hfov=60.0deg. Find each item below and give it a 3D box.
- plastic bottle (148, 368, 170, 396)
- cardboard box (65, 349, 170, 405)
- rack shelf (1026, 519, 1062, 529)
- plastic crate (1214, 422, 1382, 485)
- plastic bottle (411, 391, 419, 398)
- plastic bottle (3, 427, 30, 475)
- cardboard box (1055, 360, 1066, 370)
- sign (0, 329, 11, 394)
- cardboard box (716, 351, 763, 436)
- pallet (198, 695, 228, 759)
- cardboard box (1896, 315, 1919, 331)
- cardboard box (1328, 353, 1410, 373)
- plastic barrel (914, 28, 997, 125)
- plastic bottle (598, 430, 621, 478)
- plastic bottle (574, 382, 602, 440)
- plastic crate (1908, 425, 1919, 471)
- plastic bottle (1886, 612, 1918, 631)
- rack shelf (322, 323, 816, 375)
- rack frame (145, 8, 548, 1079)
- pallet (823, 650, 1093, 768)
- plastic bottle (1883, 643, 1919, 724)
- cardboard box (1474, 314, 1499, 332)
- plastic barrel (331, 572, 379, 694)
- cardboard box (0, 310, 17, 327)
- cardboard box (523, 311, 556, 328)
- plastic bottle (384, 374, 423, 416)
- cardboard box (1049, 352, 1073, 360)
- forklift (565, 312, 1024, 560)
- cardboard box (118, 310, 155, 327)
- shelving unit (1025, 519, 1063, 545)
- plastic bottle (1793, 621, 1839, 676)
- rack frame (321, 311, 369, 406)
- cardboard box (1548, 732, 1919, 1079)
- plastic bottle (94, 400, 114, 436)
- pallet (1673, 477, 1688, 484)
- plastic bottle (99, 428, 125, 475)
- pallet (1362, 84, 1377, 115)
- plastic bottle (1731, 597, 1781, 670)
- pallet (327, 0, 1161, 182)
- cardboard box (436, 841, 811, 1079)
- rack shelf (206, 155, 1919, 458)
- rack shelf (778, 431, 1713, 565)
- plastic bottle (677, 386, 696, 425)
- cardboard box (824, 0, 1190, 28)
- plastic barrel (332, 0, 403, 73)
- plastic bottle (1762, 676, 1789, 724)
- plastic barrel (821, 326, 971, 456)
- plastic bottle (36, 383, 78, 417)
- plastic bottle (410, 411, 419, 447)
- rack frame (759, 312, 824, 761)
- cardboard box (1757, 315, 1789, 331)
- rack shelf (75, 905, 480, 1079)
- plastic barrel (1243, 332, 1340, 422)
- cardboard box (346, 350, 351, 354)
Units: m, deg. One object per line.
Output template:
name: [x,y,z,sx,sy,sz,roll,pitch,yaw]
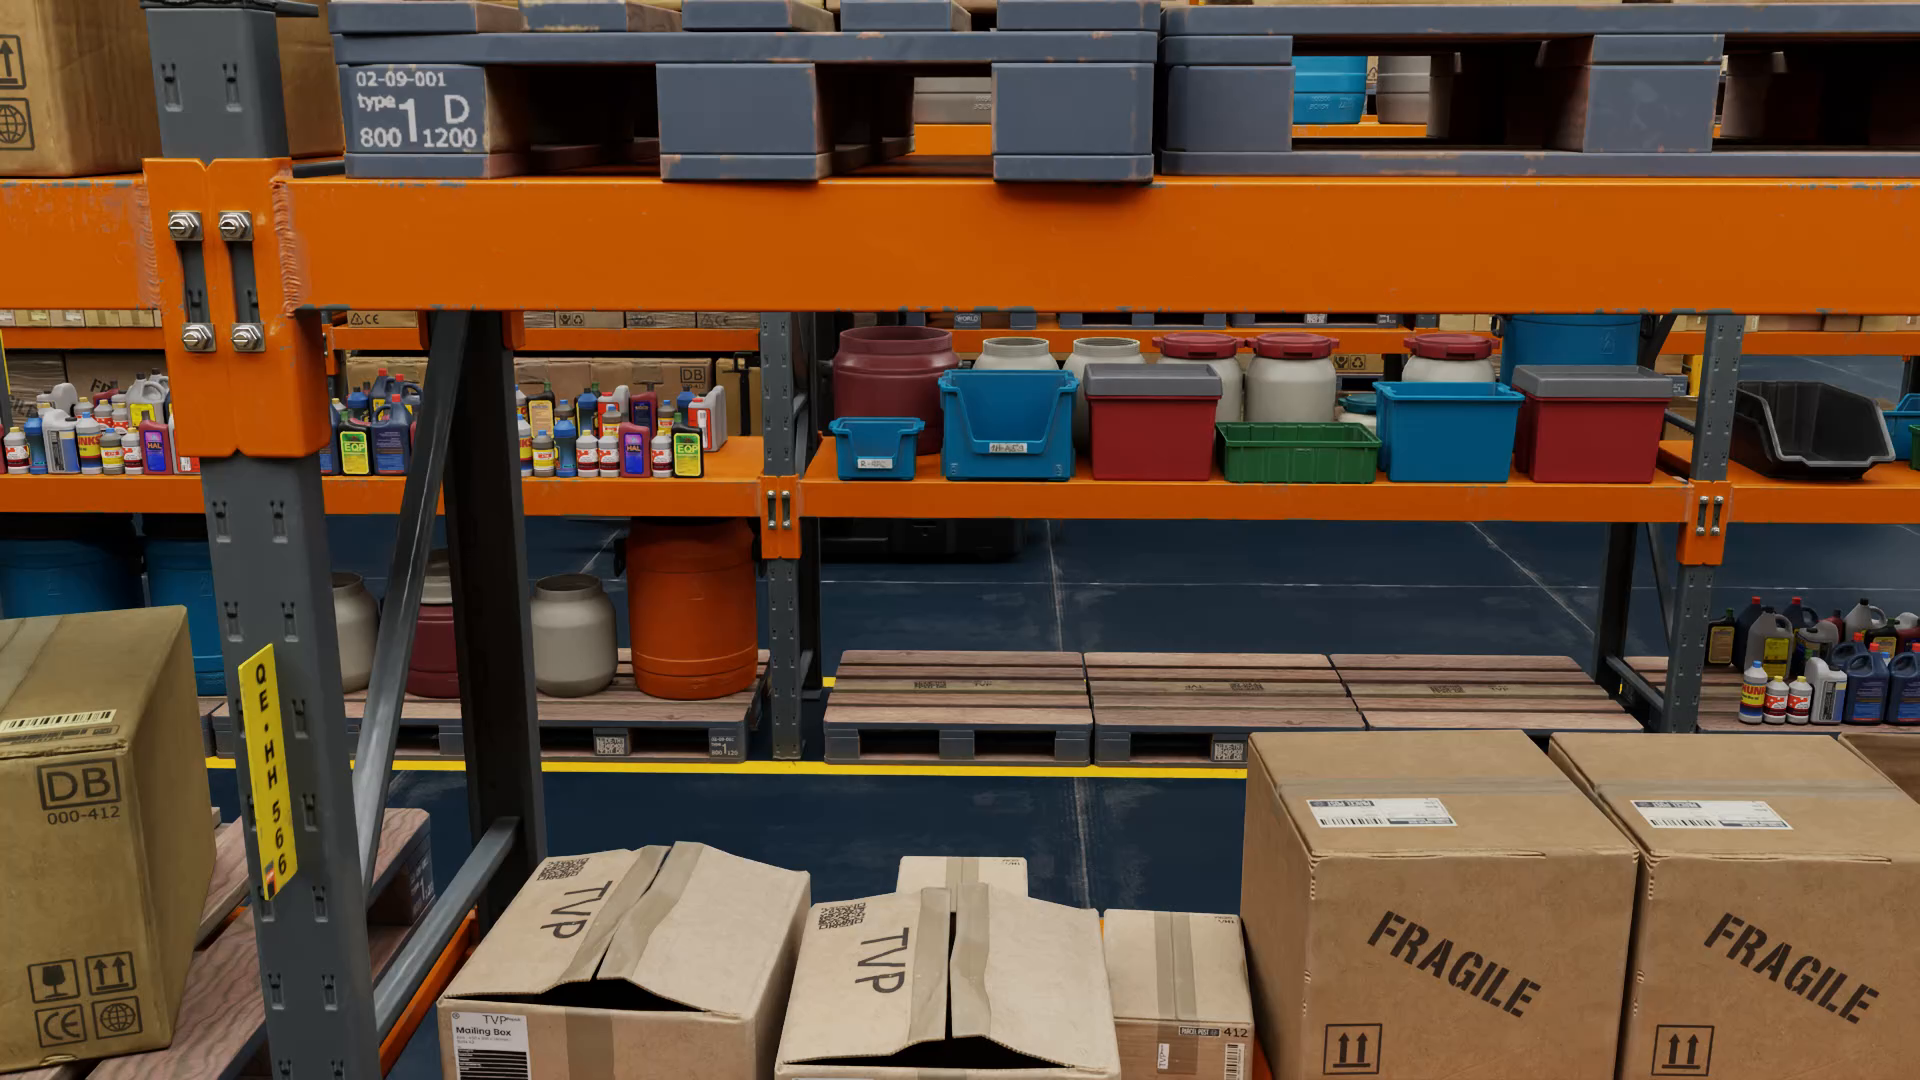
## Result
plastic bottle: [-3.845,-0.655,8.038,0.185,0.351,0.144,0,15,1]
cardboard box: [-6.203,-1.070,12.859,0.875,0.875,0.875,0,15,1]
rack shelf: [0.567,-0.223,11.258,0.240,0.259,0.215,1,15,2]
plastic crate: [1.477,-0.386,7.338,0.662,0.188,0.450,0,15,1]
plastic bottle: [-2.584,-0.609,8.013,0.135,0.276,0.152,0,15,1]
plastic bottle: [-4.167,-0.397,7.354,0.097,0.201,0.097,0,15,0]
cardboard box: [0.554,-1.207,12.603,0.500,0.250,0.500,2,15,8]
sign: [-4.756,-0.875,8.235,0.005,0.325,0.100,0,15,1]
cardboard box: [-1.336,-1.024,12.682,0.875,0.875,1.225,0,15,-1]
pallet: [-4.002,0.763,8.035,1.213,0.211,1.003,0,15,1]
cardboard box: [6.810,-1.616,12.076,0.250,0.149,0.380,0,15,1]
cardboard box: [4.206,-2.230,17.254,0.875,0.875,0.875,1,15,2]
plastic barrel: [0.042,-2.207,6.963,0.600,0.901,0.600,0,15,0]
plastic bottle: [-1.534,-0.380,7.289,0.097,0.201,0.097,0,15,0]
plastic bottle: [-1.793,-0.619,8.036,0.133,0.283,0.061,0,15,1]
plastic crate: [4.575,-0.366,7.261,0.662,0.188,0.450,0,15,1]
plastic bottle: [4.553,0.491,8.074,0.135,0.276,0.152,1,15,2]
rack shelf: [-2.646,-1.503,12.568,4.000,0.370,1.077,0,15,1]
rack frame: [-0.904,0.688,2.852,0.127,3.000,1.000,0,15,1]
pallet: [0.000,0.788,7.939,1.213,0.211,1.003,0,15,1]
plastic bottle: [4.210,0.631,7.397,0.185,0.351,0.144,0,15,-1]
cardboard box: [3.808,-1.608,12.045,0.250,0.149,0.380,0,15,1]
plastic barrel: [-2.959,0.438,7.854,0.421,0.512,0.421,0,15,0]
cardboard box: [-7.013,-1.675,12.299,0.250,0.149,0.380,0,15,1]
cardboard box: [-3.189,-1.839,12.236,0.500,0.500,0.500,0,15,0]
plastic bottle: [-2.613,-0.608,7.861,0.185,0.351,0.144,0,15,1]
cardboard box: [1.061,-2.186,17.332,0.750,0.750,1.050,1,15,2]
forklift: [-1.082,-1.408,10.930,3.031,2.935,1.130,1,15,2]
cardboard box: [-5.988,-1.668,12.274,0.250,0.149,0.380,1,15,2]
shelving unit: [0.567,-0.502,11.184,0.252,1.050,0.215,1,15,2]
plastic bottle: [4.089,0.525,7.946,0.135,0.276,0.152,0,15,1]
rack frame: [-4.646,-1.864,12.526,0.127,3.000,1.000,0,15,1]
cardboard box: [1.300,0.650,2.800,0.500,0.500,0.500,0,15,2]
plastic bottle: [-4.122,-0.575,8.028,0.097,0.201,0.097,0,15,0]
pallet: [5.247,-0.461,12.674,1.213,0.211,1.003,0,15,1]
plastic bottle: [-3.741,-0.394,7.343,0.097,0.201,0.097,0,15,0]
pallet: [2.737,-3.203,12.088,1.003,0.211,1.213,0,15,1]
plastic bottle: [3.876,0.450,8.085,0.185,0.351,0.144,0,15,0]
pallet: [-0.223,-0.689,2.563,1.003,0.211,1.213,1,15,4]
cardboard box: [-0.541,0.745,2.812,0.500,0.311,0.500,1,15,5]
rack shelf: [1.096,-0.401,2.511,4.000,0.370,1.077,0,15,1]
rack shelf: [1.226,-0.214,7.682,4.000,0.370,1.077,0,15,1]
plastic bottle: [-1.313,-0.606,8.008,0.097,0.271,0.097,0,15,0]
cardboard box: [0.076,-0.905,2.482,0.500,0.250,0.500,1,15,3]
plastic barrel: [-2.550,-2.267,7.084,0.433,0.535,0.433,0,15,0]
plastic bottle: [3.634,0.706,7.407,0.097,0.201,0.097,0,15,0]
plastic barrel: [-0.302,-0.715,7.903,0.708,0.536,0.600,0,15,1]
plastic bottle: [-4.370,-0.621,8.057,0.135,0.276,0.152,0,15,1]
plastic bottle: [-2.331,-0.420,7.280,0.133,0.283,0.061,0,15,1]
rack frame: [-0.774,-0.575,7.639,0.127,3.000,1.000,0,15,1]
cardboard box: [5.810,-1.618,12.084,0.250,0.149,0.380,0,15,1]
rack shelf: [-2.903,1.023,2.993,4.000,0.370,1.077,0,15,1]
plastic barrel: [1.541,-0.682,7.777,0.433,0.535,0.433,0,15,0]
cardboard box: [-6.317,-2.056,17.437,0.250,0.149,0.380,1,15,4]
